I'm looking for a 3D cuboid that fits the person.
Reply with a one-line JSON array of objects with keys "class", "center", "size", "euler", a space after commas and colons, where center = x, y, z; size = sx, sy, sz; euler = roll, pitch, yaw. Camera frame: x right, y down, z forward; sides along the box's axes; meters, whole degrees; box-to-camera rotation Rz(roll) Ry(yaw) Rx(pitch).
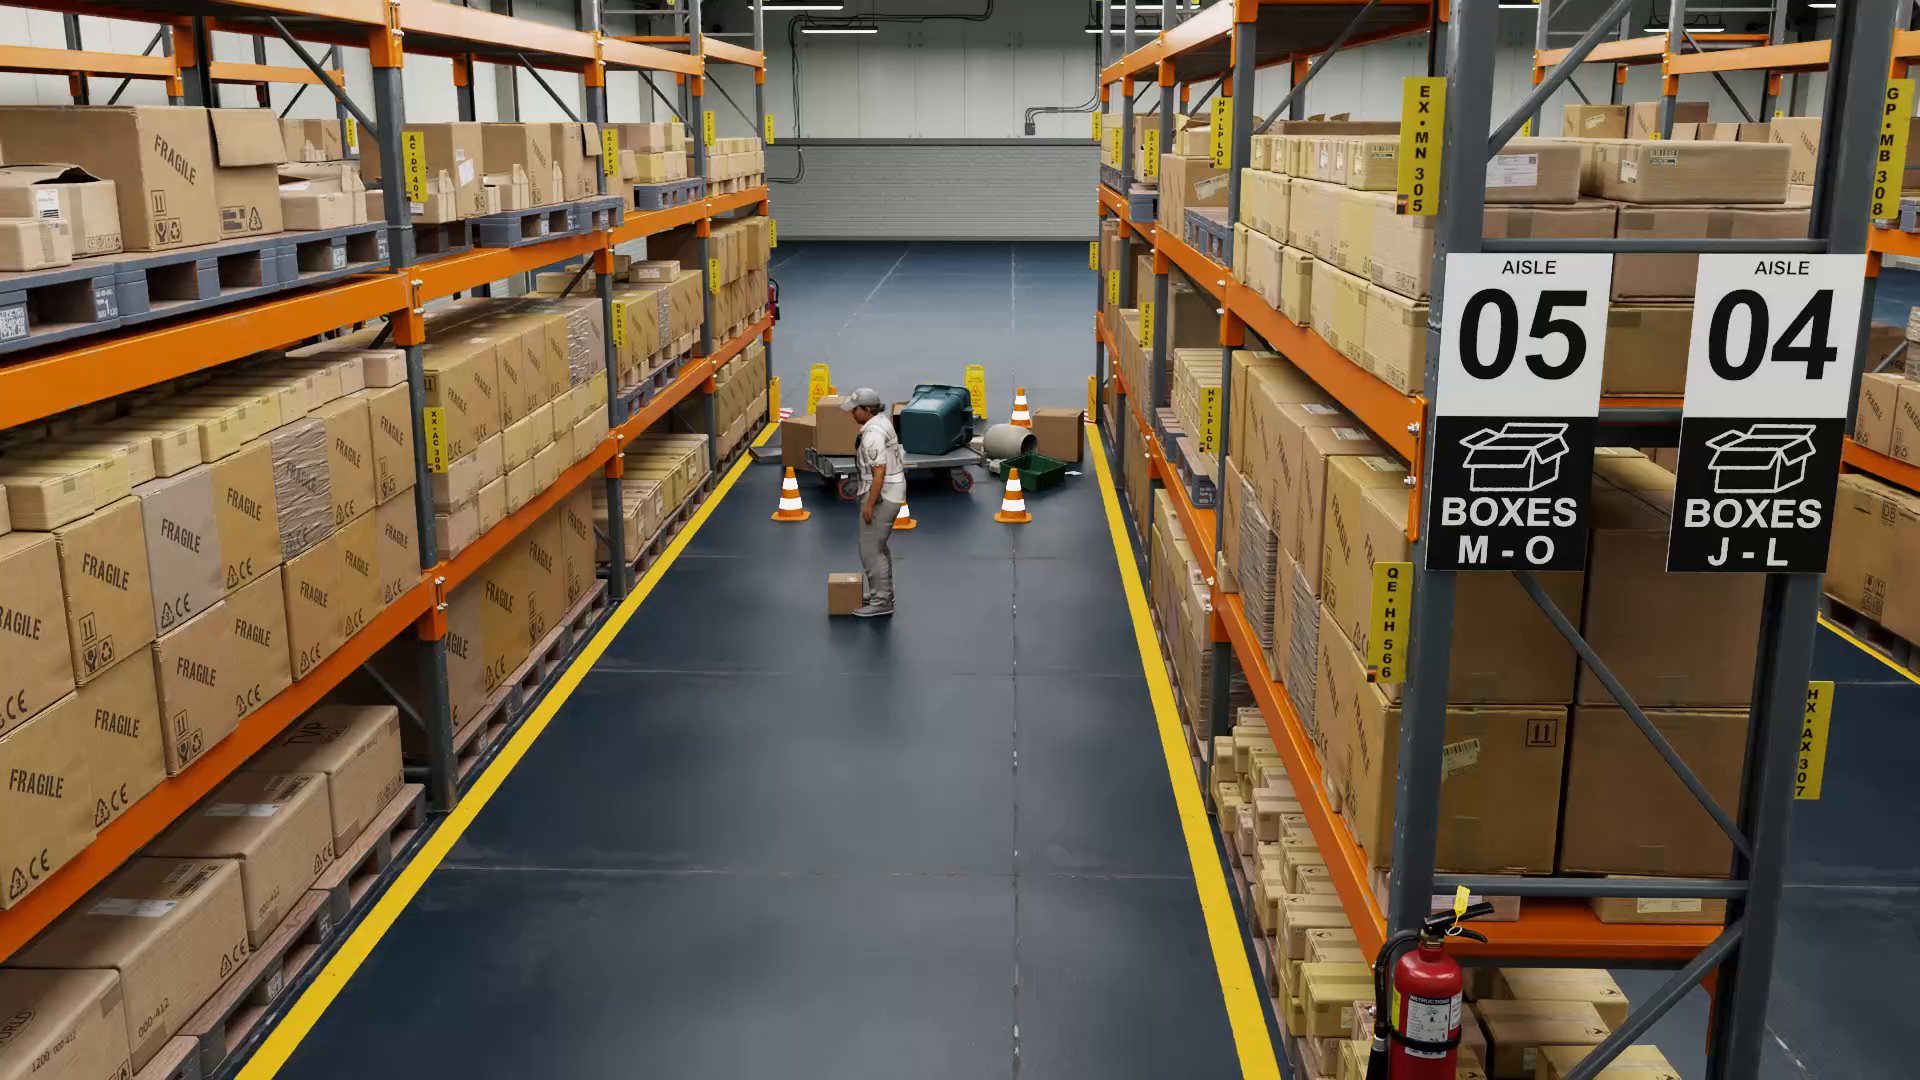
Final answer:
[{"class": "person", "center": [7.914, -7.210, 30.905], "size": [16.101, 6.001, 40.828], "euler": [0, 14, 2]}]
